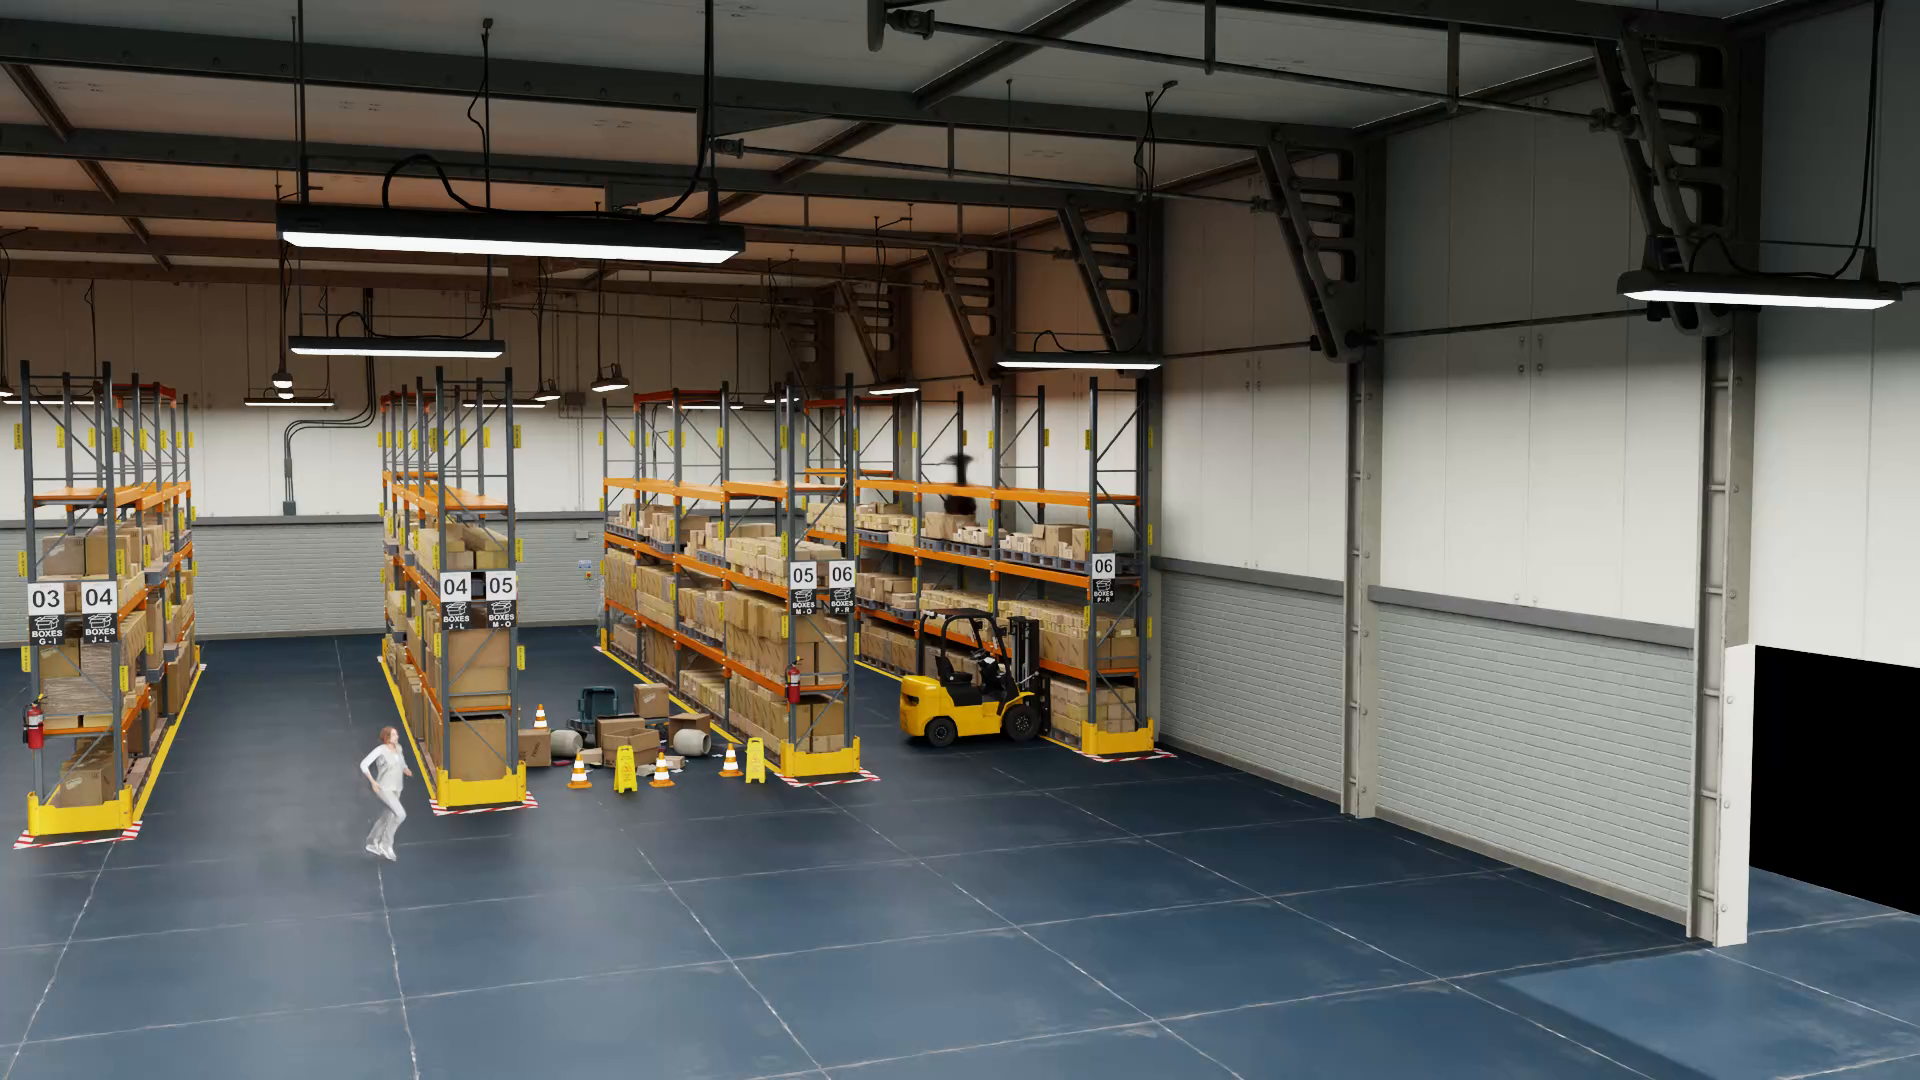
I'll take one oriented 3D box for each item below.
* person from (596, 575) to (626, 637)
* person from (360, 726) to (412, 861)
[{"bbox_3d":[-8.934,1.566,42.482,0.697,1.823,0.880,3,5,41],"label":"person"},{"bbox_3d":[-6.823,3.009,19.858,0.669,1.600,0.512,1,4,19],"label":"person"}]
